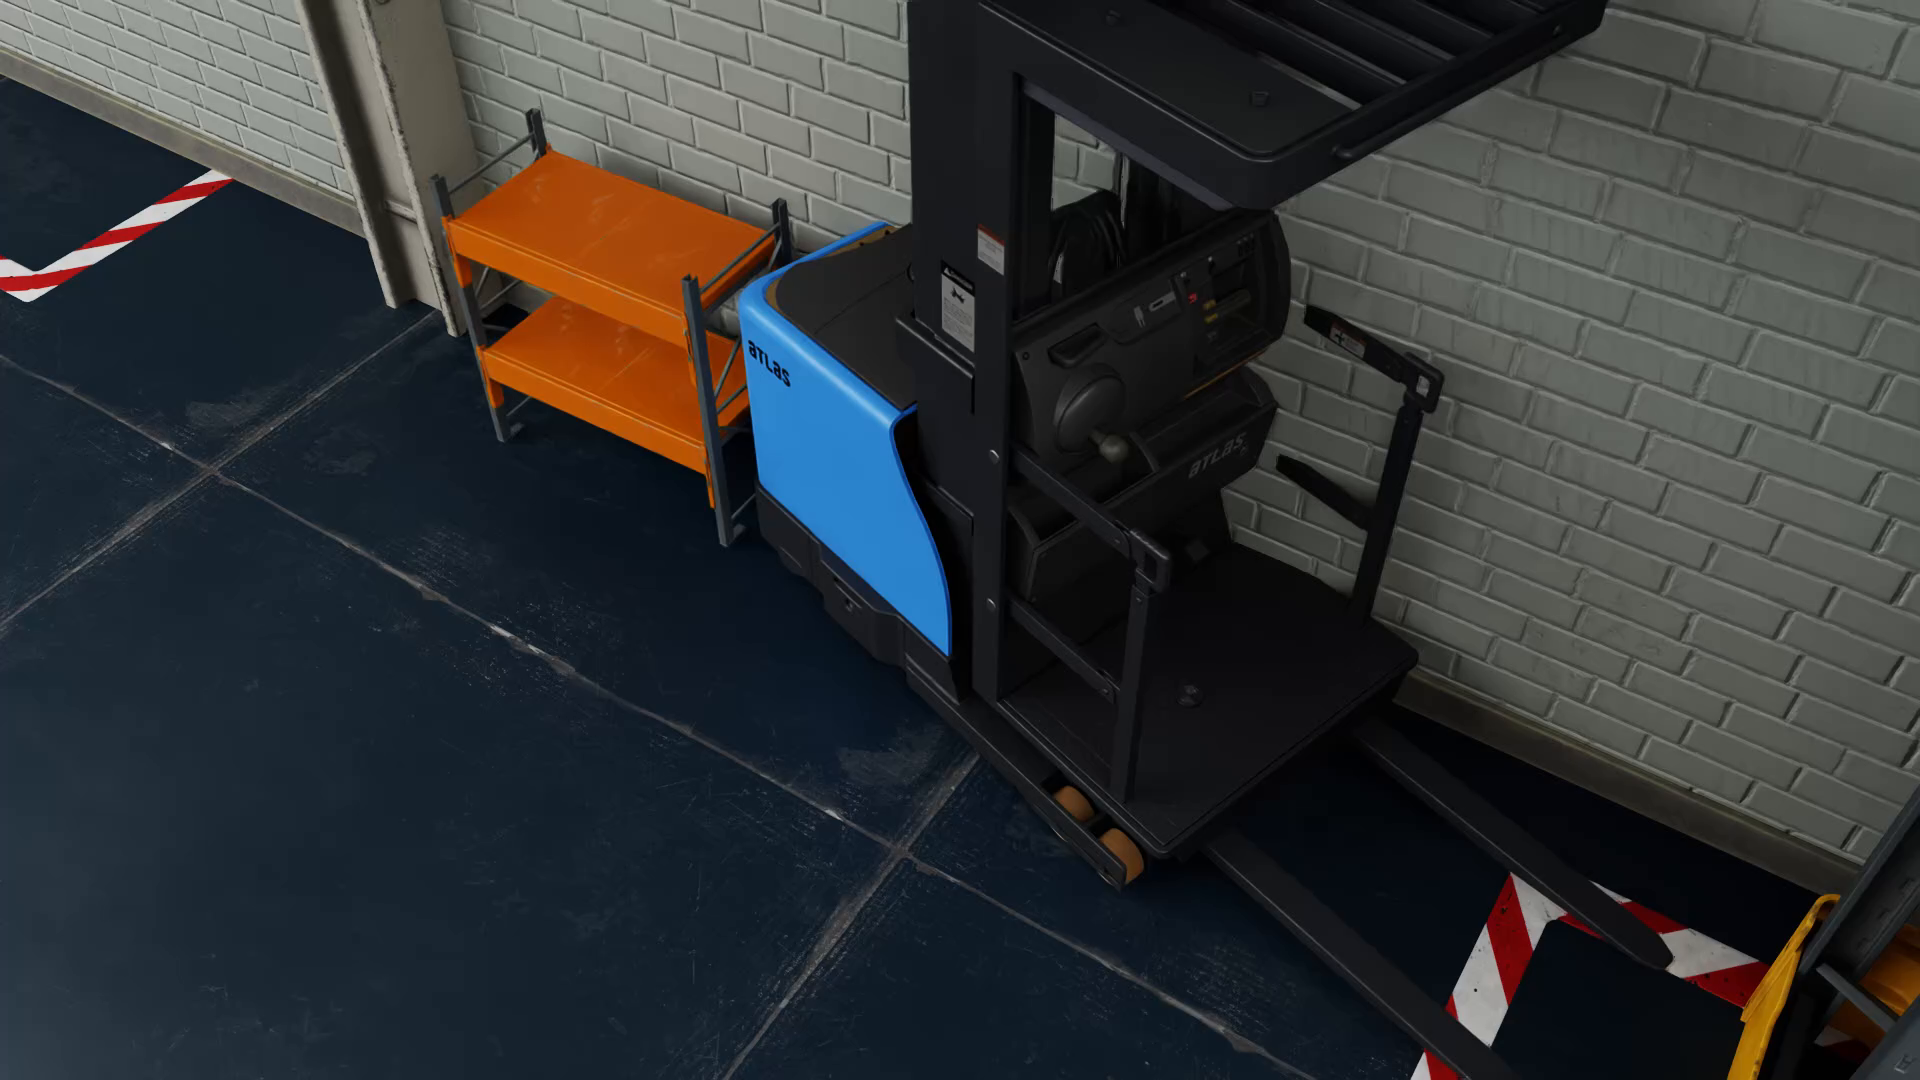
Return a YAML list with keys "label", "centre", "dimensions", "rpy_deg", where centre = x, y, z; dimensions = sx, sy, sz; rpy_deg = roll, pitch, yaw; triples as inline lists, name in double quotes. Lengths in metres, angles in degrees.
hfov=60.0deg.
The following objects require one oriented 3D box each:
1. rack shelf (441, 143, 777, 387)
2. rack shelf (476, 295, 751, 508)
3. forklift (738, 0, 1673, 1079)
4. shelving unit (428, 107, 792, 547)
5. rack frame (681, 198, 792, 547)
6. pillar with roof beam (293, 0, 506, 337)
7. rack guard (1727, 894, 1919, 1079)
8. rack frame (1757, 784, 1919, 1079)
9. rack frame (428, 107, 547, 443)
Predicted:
- label: "rack shelf"
  centre: [-1.120, -0.920, 5.451]
  dimensions: [1.000, 0.278, 0.538]
  rpy_deg: [24, 50, 21]
- label: "rack shelf"
  centre: [-1.120, -0.545, 5.836]
  dimensions: [1.000, 0.278, 0.538]
  rpy_deg: [24, 50, 21]
- label: "forklift"
  centre: [0.648, -0.443, 4.136]
  dimensions: [1.130, 2.935, 3.031]
  rpy_deg: [-31, 53, -27]
- label: "shelving unit"
  centre: [-1.120, -0.716, 5.661]
  dimensions: [1.048, 1.125, 0.538]
  rpy_deg: [24, 50, 21]
- label: "rack frame"
  centre: [-0.686, -0.526, 5.477]
  dimensions: [0.032, 1.125, 0.500]
  rpy_deg: [24, 50, 21]
- label: "pillar with roof beam"
  centre: [-4.378, -1.500, 0.933]
  dimensions: [0.400, 9.000, 9.100]
  rpy_deg: [25, 51, 22]
- label: "rack guard"
  centre: [2.005, 1.467, 3.976]
  dimensions: [0.348, 0.500, 1.175]
  rpy_deg: [25, 51, 22]
- label: "rack frame"
  centre: [1.941, 0.566, 3.108]
  dimensions: [0.127, 3.000, 1.000]
  rpy_deg: [25, 51, 22]
- label: "rack frame"
  centre: [-1.554, -0.905, 5.845]
  dimensions: [0.032, 1.125, 0.500]
  rpy_deg: [24, 50, 21]
